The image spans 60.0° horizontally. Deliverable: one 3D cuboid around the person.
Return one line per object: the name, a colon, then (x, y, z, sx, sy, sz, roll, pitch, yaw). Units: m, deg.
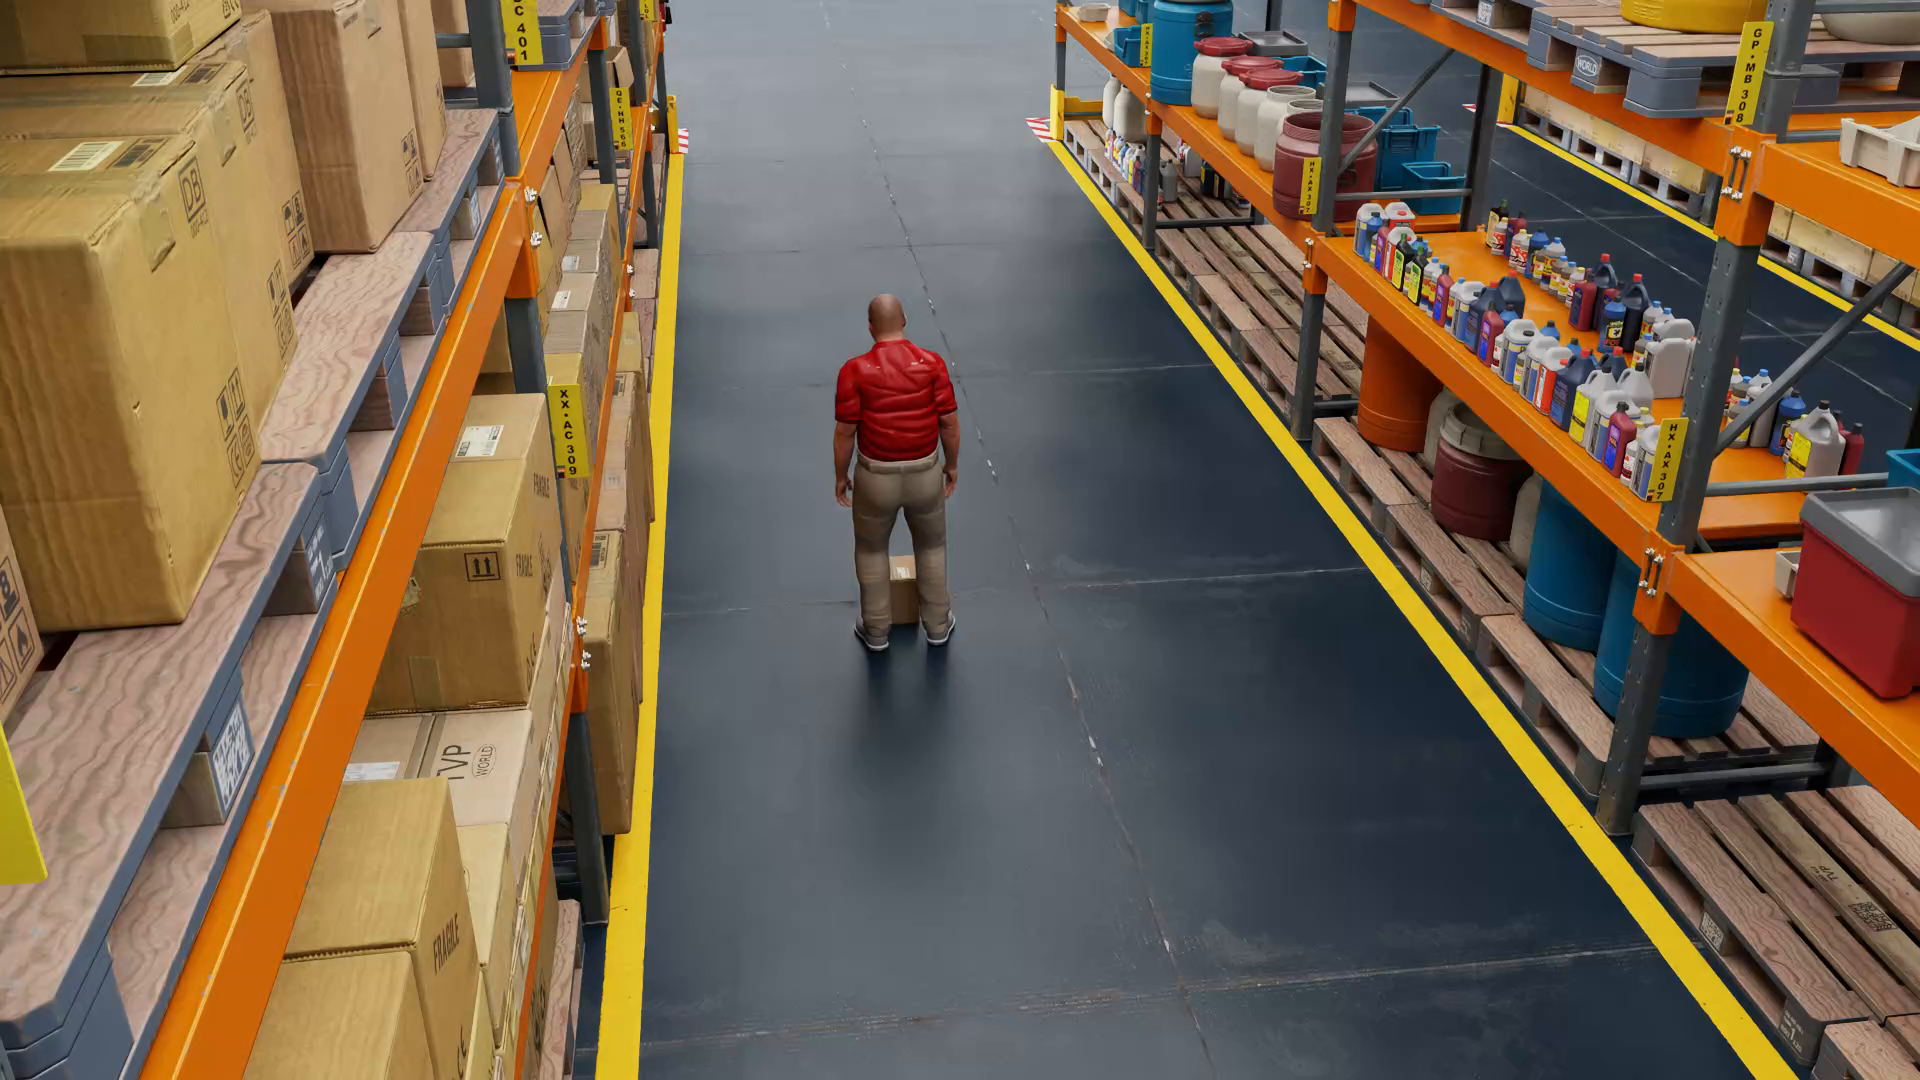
person: (-0.295, -0.296, 7.715, 0.589, 1.725, 0.382, -5, 27, -10)
